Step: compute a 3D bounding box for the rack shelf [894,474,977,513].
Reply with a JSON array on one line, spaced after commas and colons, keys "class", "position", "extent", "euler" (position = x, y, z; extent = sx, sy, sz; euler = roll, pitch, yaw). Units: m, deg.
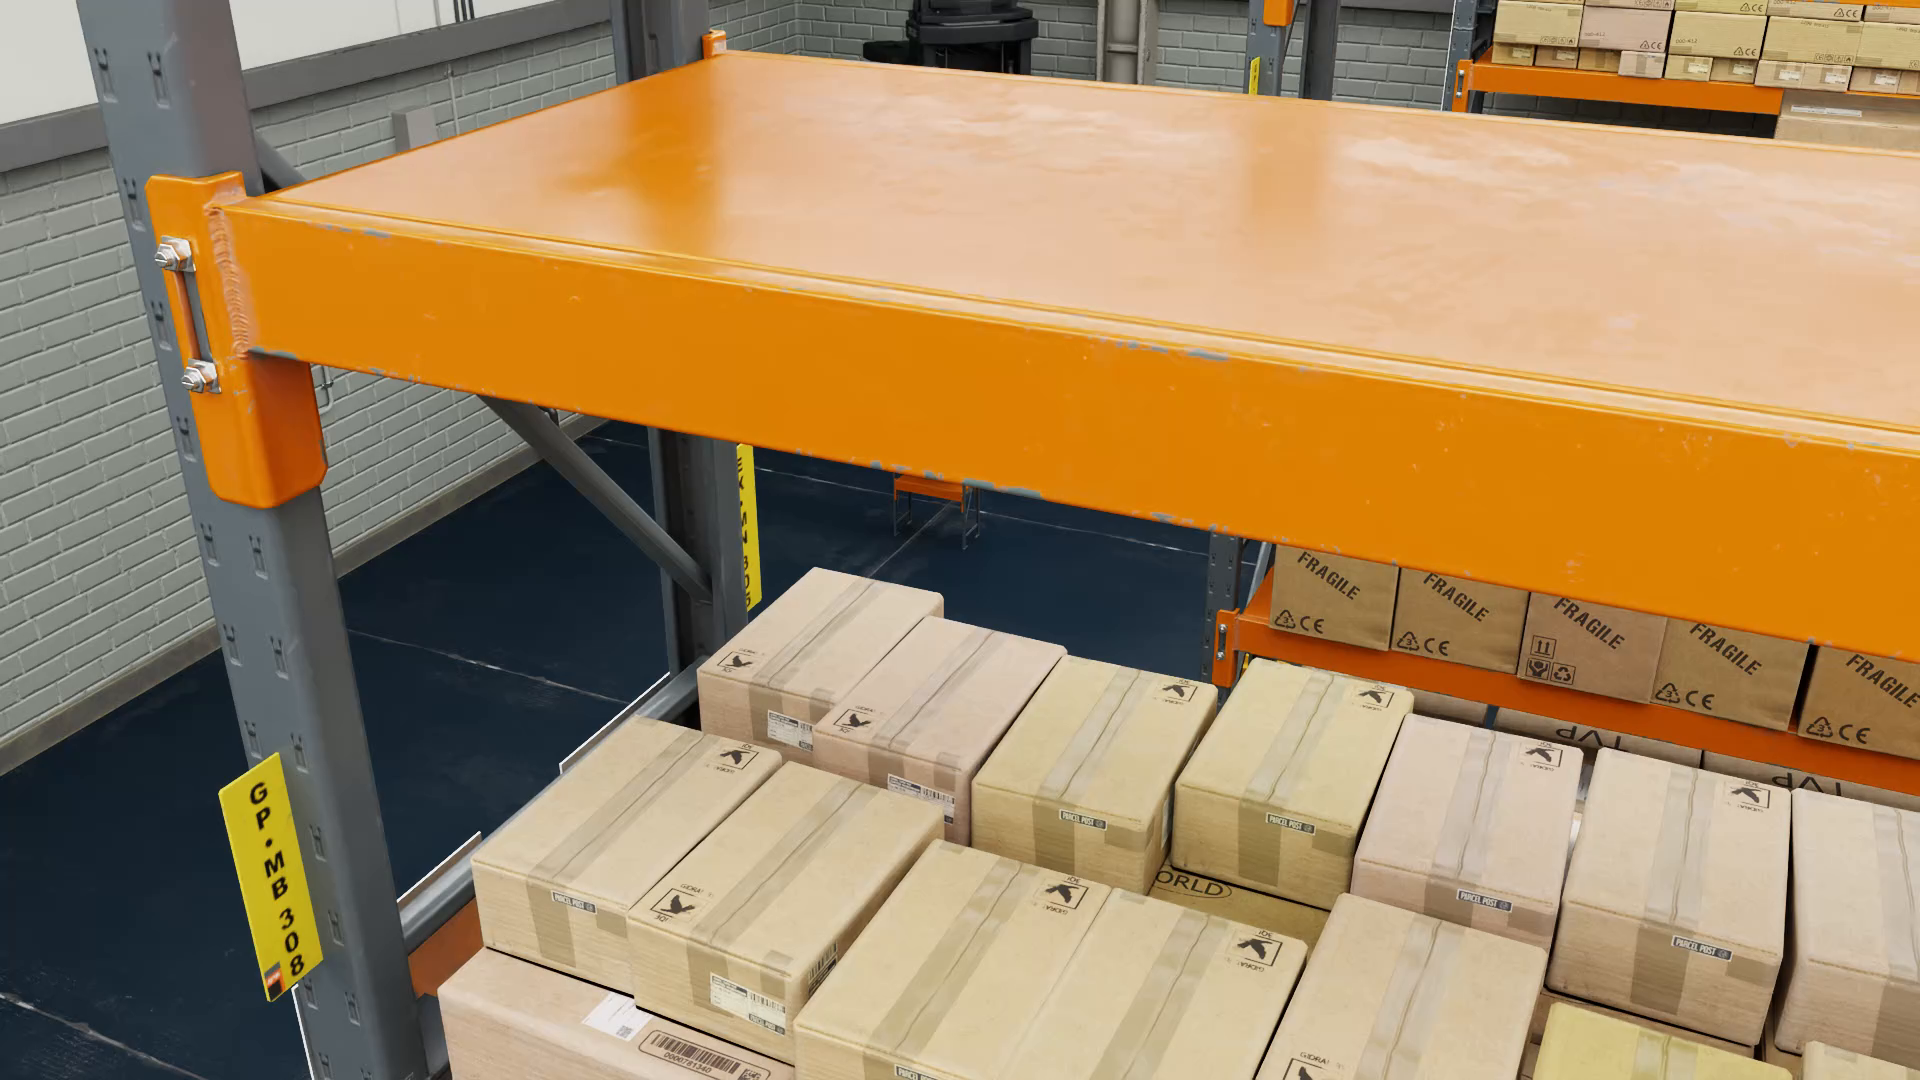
[{"class": "rack shelf", "position": [-0.151, -0.330, 10.664], "extent": [0.480, 0.148, 0.258], "euler": [11, 28, 22]}]

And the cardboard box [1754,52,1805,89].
[{"class": "cardboard box", "position": [4.917, -2.820, 9.971], "extent": [0.250, 0.149, 0.380], "euler": [11, 28, 22]}]

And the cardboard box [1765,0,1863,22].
[{"class": "cardboard box", "position": [5.054, -3.236, 9.799], "extent": [0.500, 0.250, 0.500], "euler": [12, 29, 23]}]

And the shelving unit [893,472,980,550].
[{"class": "shelving unit", "position": [-0.151, -0.569, 10.546], "extent": [0.503, 1.200, 0.258], "euler": [11, 28, 22]}]

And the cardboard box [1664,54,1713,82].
[{"class": "cardboard box", "position": [4.464, -2.917, 10.166], "extent": [0.250, 0.149, 0.380], "euler": [11, 28, 22]}]

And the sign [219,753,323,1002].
[{"class": "sign", "position": [-0.865, 0.427, 2.101], "extent": [0.005, 0.325, 0.100], "euler": [11, 28, 22]}]

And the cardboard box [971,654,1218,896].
[{"class": "cardboard box", "position": [0.202, 0.339, 2.422], "extent": [0.250, 0.149, 0.380], "euler": [10, 28, 20]}]

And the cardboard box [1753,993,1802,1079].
[{"class": "cardboard box", "position": [1.270, 0.711, 2.118], "extent": [0.500, 0.250, 0.500], "euler": [10, 28, 20]}]

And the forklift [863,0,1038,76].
[{"class": "forklift", "position": [-0.106, -2.858, 13.237], "extent": [1.130, 2.935, 3.031], "euler": [-9, 28, -18]}]

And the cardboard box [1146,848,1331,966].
[{"class": "cardboard box", "position": [0.350, 0.519, 2.508], "extent": [0.500, 0.250, 0.500], "euler": [11, 28, 20]}]

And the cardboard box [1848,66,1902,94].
[{"class": "cardboard box", "position": [5.412, -2.757, 9.842], "extent": [0.250, 0.149, 0.380], "euler": [12, 29, 22]}]

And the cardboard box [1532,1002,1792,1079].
[{"class": "cardboard box", "position": [0.702, 0.685, 1.720], "extent": [0.250, 0.149, 0.380], "euler": [12, 29, 23]}]

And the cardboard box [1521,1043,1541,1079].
[{"class": "cardboard box", "position": [0.582, 0.821, 1.894], "extent": [0.500, 0.250, 0.500], "euler": [12, 29, 22]}]

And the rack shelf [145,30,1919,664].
[{"class": "rack shelf", "position": [1.180, -0.055, 1.491], "extent": [4.000, 0.370, 1.077], "euler": [11, 28, 22]}]

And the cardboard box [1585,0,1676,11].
[{"class": "cardboard box", "position": [4.123, -3.412, 10.155], "extent": [0.500, 0.250, 0.500], "euler": [11, 28, 21]}]

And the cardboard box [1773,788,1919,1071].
[{"class": "cardboard box", "position": [1.176, 0.498, 2.099], "extent": [0.250, 0.149, 0.380], "euler": [11, 28, 20]}]

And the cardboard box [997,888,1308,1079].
[{"class": "cardboard box", "position": [0.223, 0.594, 1.905], "extent": [0.250, 0.149, 0.380], "euler": [12, 29, 23]}]

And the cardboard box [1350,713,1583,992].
[{"class": "cardboard box", "position": [0.693, 0.414, 2.269], "extent": [0.250, 0.149, 0.380], "euler": [11, 28, 21]}]

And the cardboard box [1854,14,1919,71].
[{"class": "cardboard box", "position": [5.527, -2.916, 9.713], "extent": [0.500, 0.250, 0.500], "euler": [12, 29, 23]}]

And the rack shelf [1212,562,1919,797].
[{"class": "rack shelf", "position": [3.137, 0.627, 6.896], "extent": [4.000, 0.370, 1.077], "euler": [11, 28, 22]}]

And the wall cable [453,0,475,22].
[{"class": "wall cable", "position": [-2.477, -5.112, 10.903], "extent": [0.133, 3.039, 2.988], "euler": [11, 28, 22]}]

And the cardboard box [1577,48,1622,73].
[{"class": "cardboard box", "position": [4.038, -3.048, 10.434], "extent": [0.250, 0.149, 0.380], "euler": [11, 28, 22]}]

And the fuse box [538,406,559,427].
[{"class": "fuse box", "position": [-2.824, -1.323, 11.501], "extent": [0.414, 1.711, 0.539], "euler": [11, 28, 22]}]

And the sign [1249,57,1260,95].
[{"class": "sign", "position": [1.082, -1.613, 6.156], "extent": [0.005, 0.325, 0.100], "euler": [11, 28, 22]}]

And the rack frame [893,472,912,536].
[{"class": "rack frame", "position": [-0.373, -0.613, 10.637], "extent": [0.015, 1.200, 0.240], "euler": [11, 28, 22]}]

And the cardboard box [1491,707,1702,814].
[{"class": "cardboard box", "position": [2.796, 1.144, 7.456], "extent": [0.875, 0.438, 0.875], "euler": [12, 29, 23]}]

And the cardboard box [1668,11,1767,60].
[{"class": "cardboard box", "position": [4.591, -3.096, 10.080], "extent": [0.500, 0.250, 0.500], "euler": [10, 28, 20]}]

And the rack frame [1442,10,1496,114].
[{"class": "rack frame", "position": [3.368, -2.058, 11.535], "extent": [0.127, 3.000, 1.000], "euler": [11, 28, 22]}]

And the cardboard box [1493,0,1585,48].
[{"class": "cardboard box", "position": [3.659, -3.279, 10.452], "extent": [0.500, 0.250, 0.500], "euler": [11, 28, 21]}]

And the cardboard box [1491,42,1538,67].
[{"class": "cardboard box", "position": [3.562, -3.140, 10.619], "extent": [0.250, 0.149, 0.380], "euler": [12, 29, 23]}]

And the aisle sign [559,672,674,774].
[{"class": "aisle sign", "position": [-0.583, 0.647, 3.097], "extent": [0.004, 0.787, 0.394], "euler": [11, 28, 22]}]

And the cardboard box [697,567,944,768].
[{"class": "cardboard box", "position": [-0.216, 0.208, 2.688], "extent": [0.250, 0.149, 0.380], "euler": [11, 28, 21]}]

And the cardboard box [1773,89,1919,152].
[{"class": "cardboard box", "position": [3.090, -1.257, 5.809], "extent": [0.500, 0.500, 0.500], "euler": [12, 29, 23]}]

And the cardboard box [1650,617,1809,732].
[{"class": "cardboard box", "position": [3.025, 0.363, 6.504], "extent": [0.500, 0.500, 0.500], "euler": [12, 29, 24]}]

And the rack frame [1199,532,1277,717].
[{"class": "rack frame", "position": [1.317, -0.062, 7.480], "extent": [0.127, 3.000, 1.000], "euler": [11, 28, 22]}]

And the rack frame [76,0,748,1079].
[{"class": "rack frame", "position": [-0.640, -0.744, 2.074], "extent": [0.127, 3.000, 1.000], "euler": [11, 28, 22]}]

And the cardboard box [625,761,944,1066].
[{"class": "cardboard box", "position": [-0.215, 0.470, 2.156], "extent": [0.250, 0.149, 0.380], "euler": [13, 29, 24]}]

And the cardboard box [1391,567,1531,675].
[{"class": "cardboard box", "position": [2.107, 0.178, 6.880], "extent": [0.500, 0.500, 0.500], "euler": [11, 28, 21]}]

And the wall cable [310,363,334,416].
[{"class": "wall cable", "position": [-3.826, -1.553, 9.323], "extent": [0.123, 1.953, 0.585], "euler": [11, 28, 22]}]
